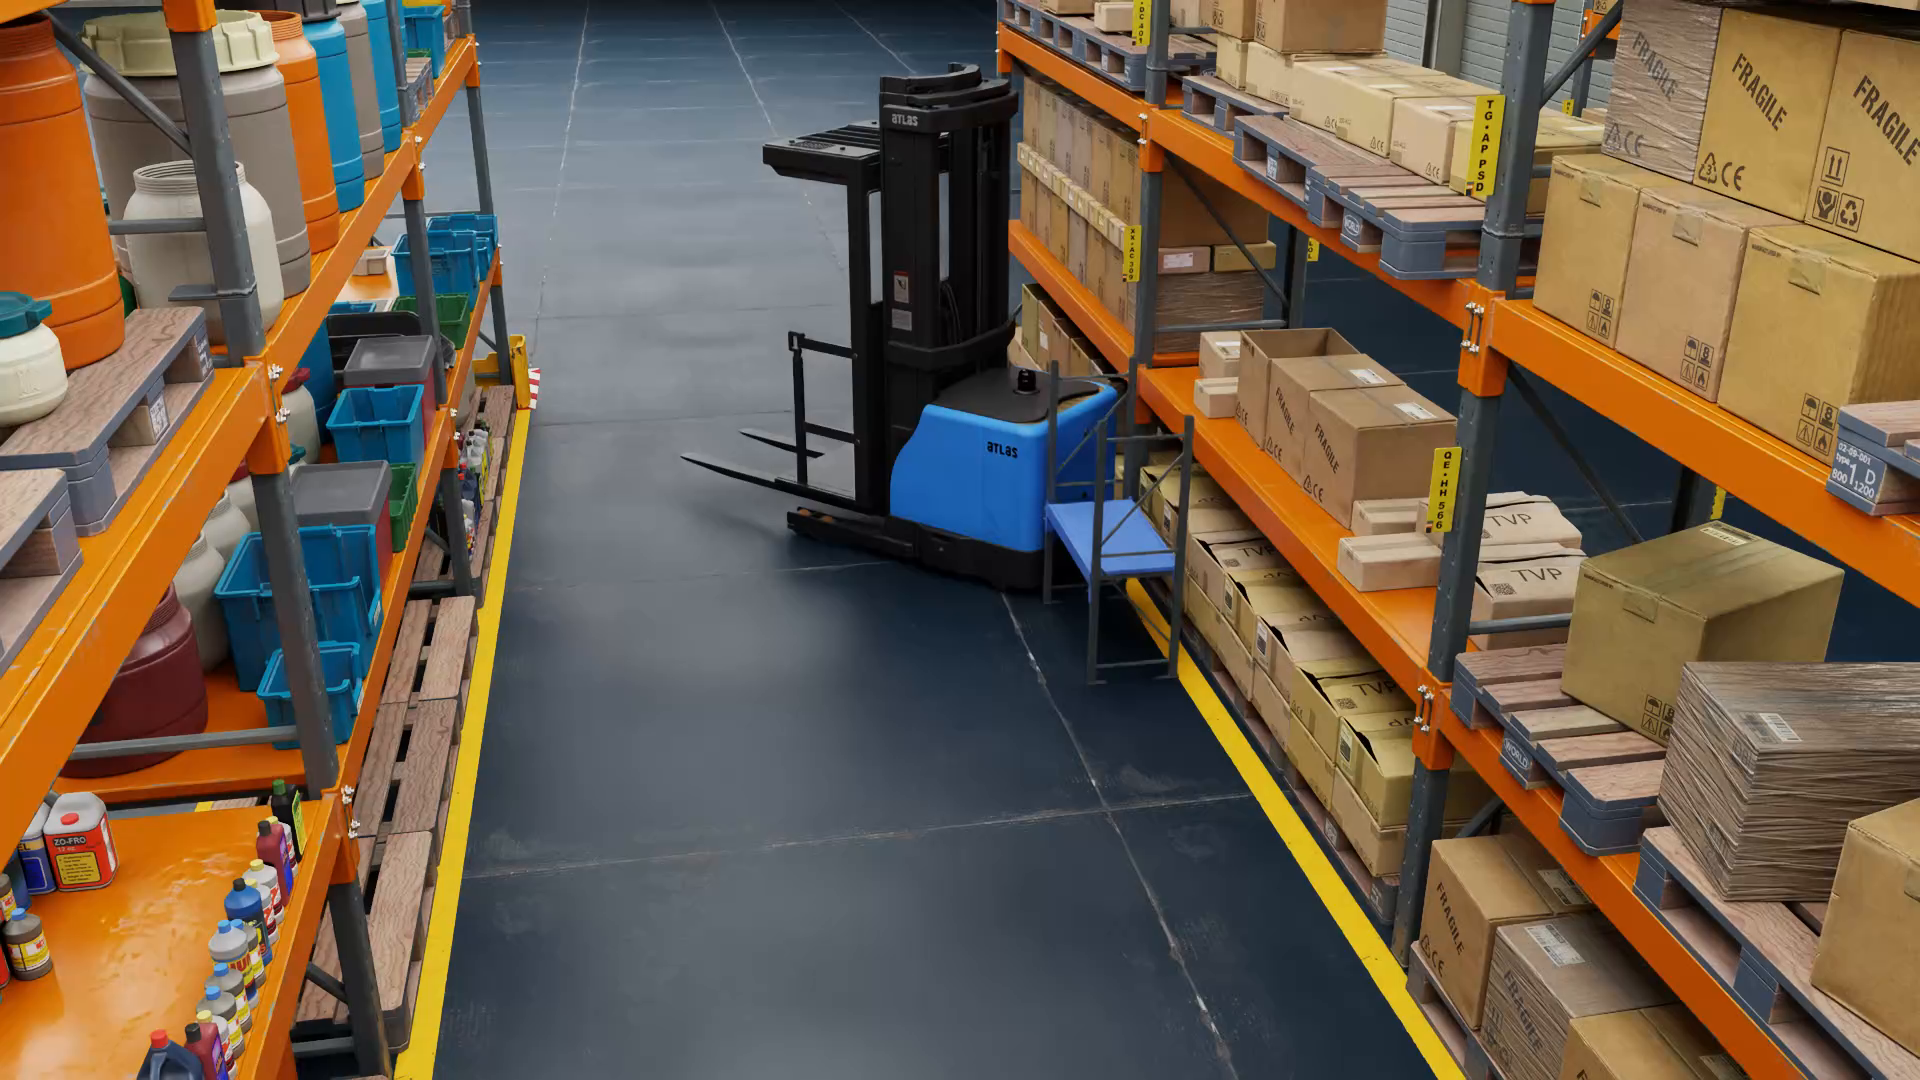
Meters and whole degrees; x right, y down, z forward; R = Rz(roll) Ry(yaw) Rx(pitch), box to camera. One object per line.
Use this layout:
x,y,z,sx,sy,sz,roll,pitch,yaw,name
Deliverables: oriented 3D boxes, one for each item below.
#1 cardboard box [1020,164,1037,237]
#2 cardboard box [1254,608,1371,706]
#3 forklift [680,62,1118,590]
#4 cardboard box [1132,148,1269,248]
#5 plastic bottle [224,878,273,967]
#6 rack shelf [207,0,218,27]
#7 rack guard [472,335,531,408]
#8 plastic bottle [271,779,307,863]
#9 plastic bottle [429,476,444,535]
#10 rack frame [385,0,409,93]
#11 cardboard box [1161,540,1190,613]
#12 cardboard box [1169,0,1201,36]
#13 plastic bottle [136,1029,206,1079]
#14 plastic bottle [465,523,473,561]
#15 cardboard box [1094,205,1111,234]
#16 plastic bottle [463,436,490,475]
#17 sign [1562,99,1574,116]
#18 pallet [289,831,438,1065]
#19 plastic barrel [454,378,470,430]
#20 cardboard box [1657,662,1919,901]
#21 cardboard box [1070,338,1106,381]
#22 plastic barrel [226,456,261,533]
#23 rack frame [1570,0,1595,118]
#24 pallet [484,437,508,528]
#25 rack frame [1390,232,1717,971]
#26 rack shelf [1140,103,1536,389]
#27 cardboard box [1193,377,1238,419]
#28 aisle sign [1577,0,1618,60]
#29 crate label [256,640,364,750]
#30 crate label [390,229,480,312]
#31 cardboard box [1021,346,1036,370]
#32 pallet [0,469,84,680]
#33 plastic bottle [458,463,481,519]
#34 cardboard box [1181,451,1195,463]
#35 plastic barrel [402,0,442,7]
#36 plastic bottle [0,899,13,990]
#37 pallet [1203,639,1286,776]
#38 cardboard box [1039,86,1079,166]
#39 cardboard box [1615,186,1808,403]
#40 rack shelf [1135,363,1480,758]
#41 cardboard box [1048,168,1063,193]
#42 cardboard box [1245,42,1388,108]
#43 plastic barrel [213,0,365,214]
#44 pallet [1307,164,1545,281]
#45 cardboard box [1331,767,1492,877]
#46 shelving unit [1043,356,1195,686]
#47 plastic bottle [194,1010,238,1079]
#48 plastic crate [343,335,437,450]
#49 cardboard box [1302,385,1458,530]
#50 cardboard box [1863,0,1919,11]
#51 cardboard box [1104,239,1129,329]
0.872,-2.697,13.052,0.700,0.500,0.500,-4,24,-10,cardboard box
1.746,0.531,7.996,0.500,0.311,0.500,-4,24,-10,cardboard box
-0.512,-1.486,10.491,3.031,2.935,1.130,16,28,32,forklift
1.450,-2.077,10.011,0.700,0.500,0.500,-4,24,-9,cardboard box
-2.015,1.077,4.697,0.097,0.271,0.097,0,24,0,plastic bottle
-2.961,-2.347,6.278,1.077,0.370,4.000,-4,24,-10,rack shelf
-4.010,-1.299,13.099,1.175,0.500,0.348,-4,24,-10,rack guard
-2.097,0.857,5.185,0.061,0.283,0.133,-4,24,-10,plastic bottle
-3.214,-0.222,10.271,0.144,0.351,0.185,-4,24,-10,plastic bottle
-3.331,-3.646,7.856,1.000,3.000,0.127,-4,24,-10,rack frame
1.462,0.184,9.493,0.500,0.250,0.500,-4,24,-8,cardboard box
1.604,-3.283,10.182,0.500,0.311,0.500,-6,24,-13,cardboard box
-1.897,1.342,3.992,0.144,0.351,0.185,-4,24,-10,plastic bottle
-2.959,-0.006,9.876,0.097,0.271,0.097,0,24,0,plastic bottle
1.091,-2.097,10.868,0.380,0.149,0.250,-4,24,-10,cardboard box
-3.255,-0.578,11.180,0.152,0.276,0.135,-5,24,-11,plastic bottle
5.133,-3.560,14.072,0.100,0.325,0.005,-4,24,-10,sign
-2.696,1.647,6.716,1.003,0.211,1.213,-4,24,-10,pallet
-3.781,-1.072,12.041,0.421,0.512,0.421,0,24,0,plastic barrel
2.486,0.686,4.782,0.700,0.500,0.500,0,24,0,cardboard box
1.060,-1.098,11.491,0.500,0.500,0.500,-4,24,-10,cardboard box
-3.154,-0.108,7.080,0.433,0.535,0.433,0,24,0,plastic barrel
5.666,-3.204,14.338,1.000,3.000,0.127,-4,24,-10,rack frame
-3.643,-0.367,11.327,1.003,0.211,1.213,-4,24,-10,pallet
2.278,0.311,6.290,1.000,3.000,0.127,-4,24,-10,rack frame
1.908,-1.521,7.635,1.077,0.370,4.000,-4,24,-10,rack shelf
1.501,-0.783,9.110,0.380,0.149,0.250,-4,24,-10,cardboard box
5.358,-4.401,13.831,0.394,0.787,0.004,-4,24,-10,aisle sign
-2.301,0.559,5.930,0.303,0.233,0.416,-4,24,-10,crate label
-3.464,-1.783,11.040,0.502,0.435,0.616,-4,24,-10,crate label
0.775,-1.344,12.991,0.500,0.250,0.500,-4,24,-10,cardboard box
-2.305,0.215,2.999,1.003,0.211,1.213,-4,24,-10,pallet
-3.107,-0.307,10.466,0.144,0.351,0.185,-5,24,-12,plastic bottle
1.750,-0.399,10.828,0.500,0.250,0.500,-4,24,-10,cardboard box
-3.735,-3.685,10.932,0.600,0.588,0.600,0,24,0,plastic barrel
-2.743,1.109,4.618,0.152,0.276,0.135,-4,24,-10,plastic bottle
1.942,0.783,8.693,1.003,0.211,1.213,-4,24,-10,pallet
0.984,-3.064,12.272,0.700,0.500,0.500,-5,24,-11,cardboard box
2.486,-0.740,4.823,0.910,0.500,0.500,-4,24,-10,cardboard box
1.908,-0.146,8.235,1.077,0.370,4.000,-4,24,-10,rack shelf
0.852,-2.602,12.026,0.380,0.149,0.250,-5,24,-12,cardboard box
1.747,-2.302,8.187,0.500,0.250,0.500,-7,24,-15,cardboard box
-2.781,-1.803,6.756,0.600,0.901,0.708,-4,24,-10,plastic barrel
2.064,-1.237,6.323,1.213,0.211,1.003,-3,24,-7,pallet
1.941,1.190,7.189,0.500,0.250,0.500,-4,24,-8,cardboard box
0.841,-0.126,9.160,0.538,1.500,1.048,-4,24,-10,shelving unit
-1.925,1.300,4.273,0.097,0.201,0.097,0,24,0,plastic bottle
-2.940,-0.759,8.659,0.402,0.464,0.583,-4,24,-10,plastic crate
1.951,-0.394,7.778,0.500,0.500,0.500,-6,24,-13,cardboard box
6.069,-3.241,10.526,0.500,0.500,0.500,-4,24,-8,cardboard box
1.346,-1.689,10.745,0.700,0.500,0.500,-5,24,-10,cardboard box
